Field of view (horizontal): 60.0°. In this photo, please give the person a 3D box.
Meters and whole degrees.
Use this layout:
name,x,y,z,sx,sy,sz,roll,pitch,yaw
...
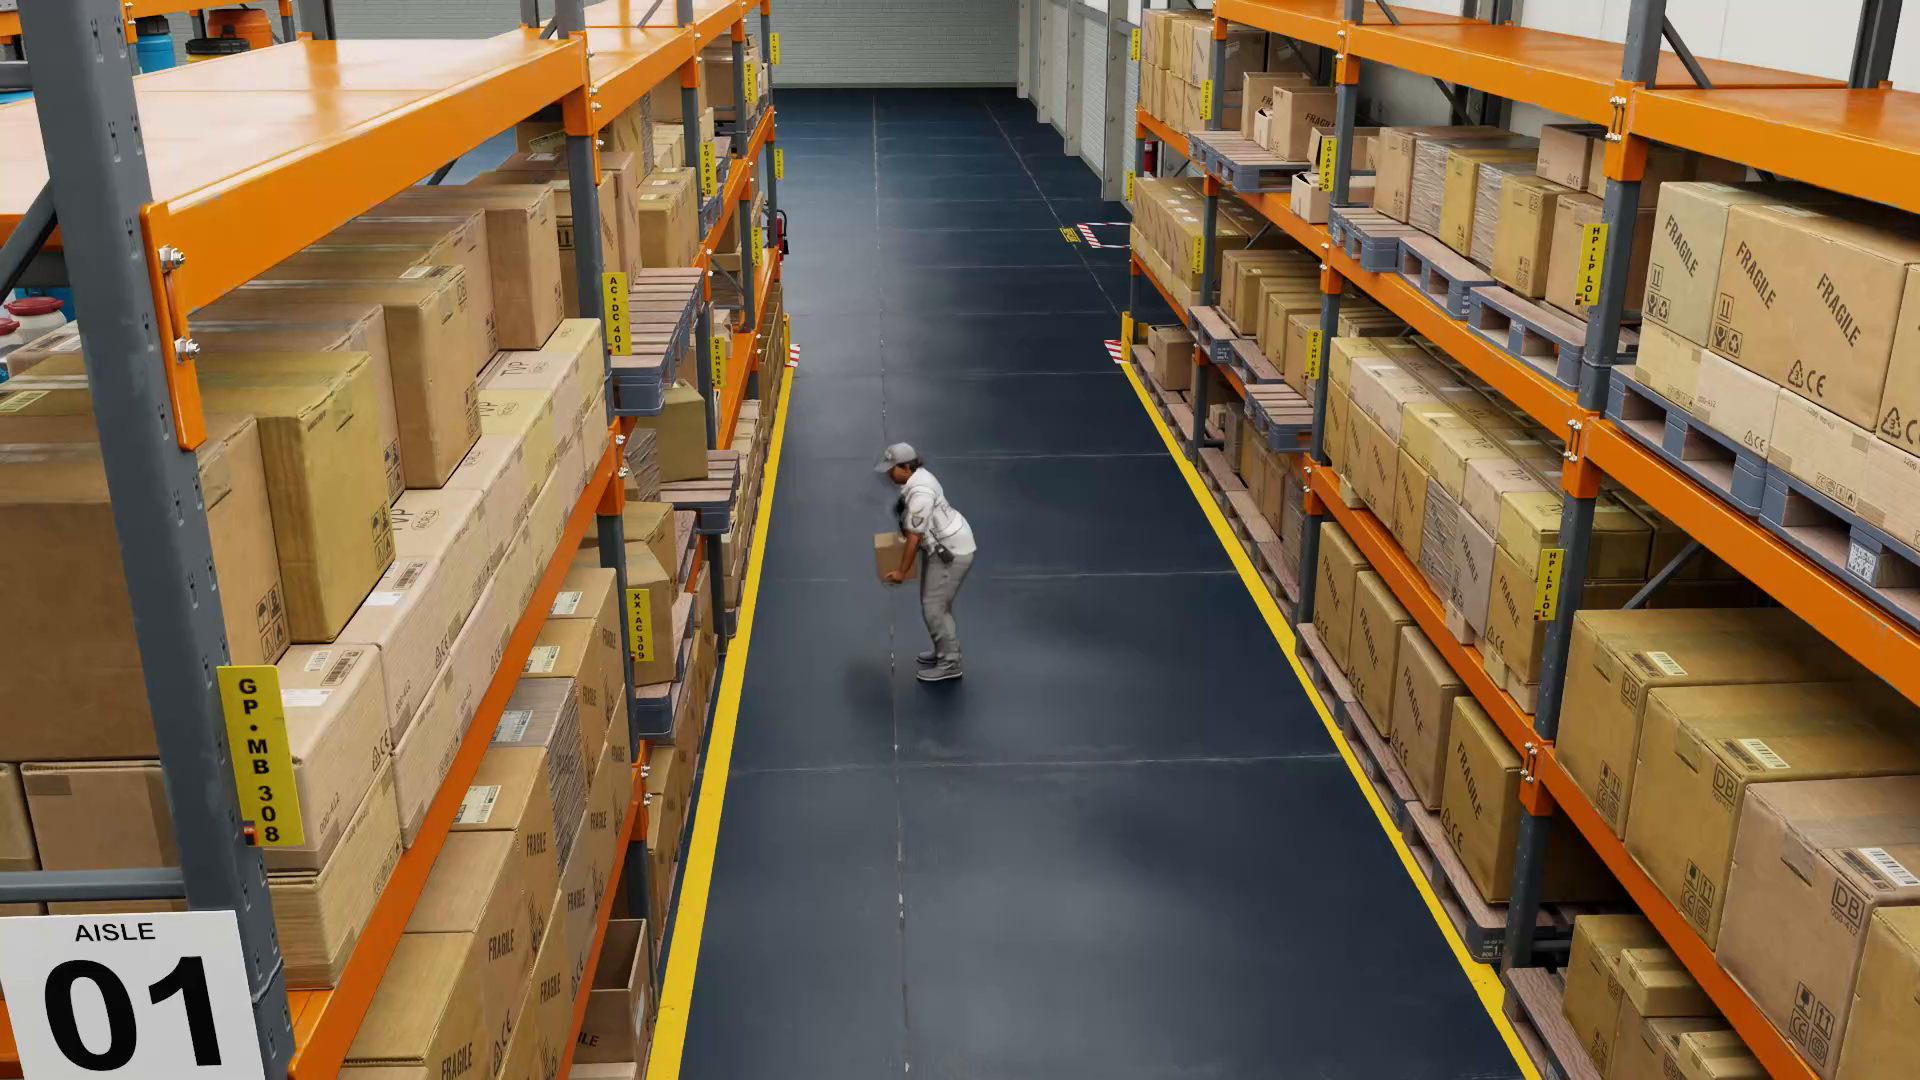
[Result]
name,x,y,z,sx,sy,sz,roll,pitch,yaw
person,-0.223,0.127,10.851,0.654,1.594,0.452,-1,21,-4
